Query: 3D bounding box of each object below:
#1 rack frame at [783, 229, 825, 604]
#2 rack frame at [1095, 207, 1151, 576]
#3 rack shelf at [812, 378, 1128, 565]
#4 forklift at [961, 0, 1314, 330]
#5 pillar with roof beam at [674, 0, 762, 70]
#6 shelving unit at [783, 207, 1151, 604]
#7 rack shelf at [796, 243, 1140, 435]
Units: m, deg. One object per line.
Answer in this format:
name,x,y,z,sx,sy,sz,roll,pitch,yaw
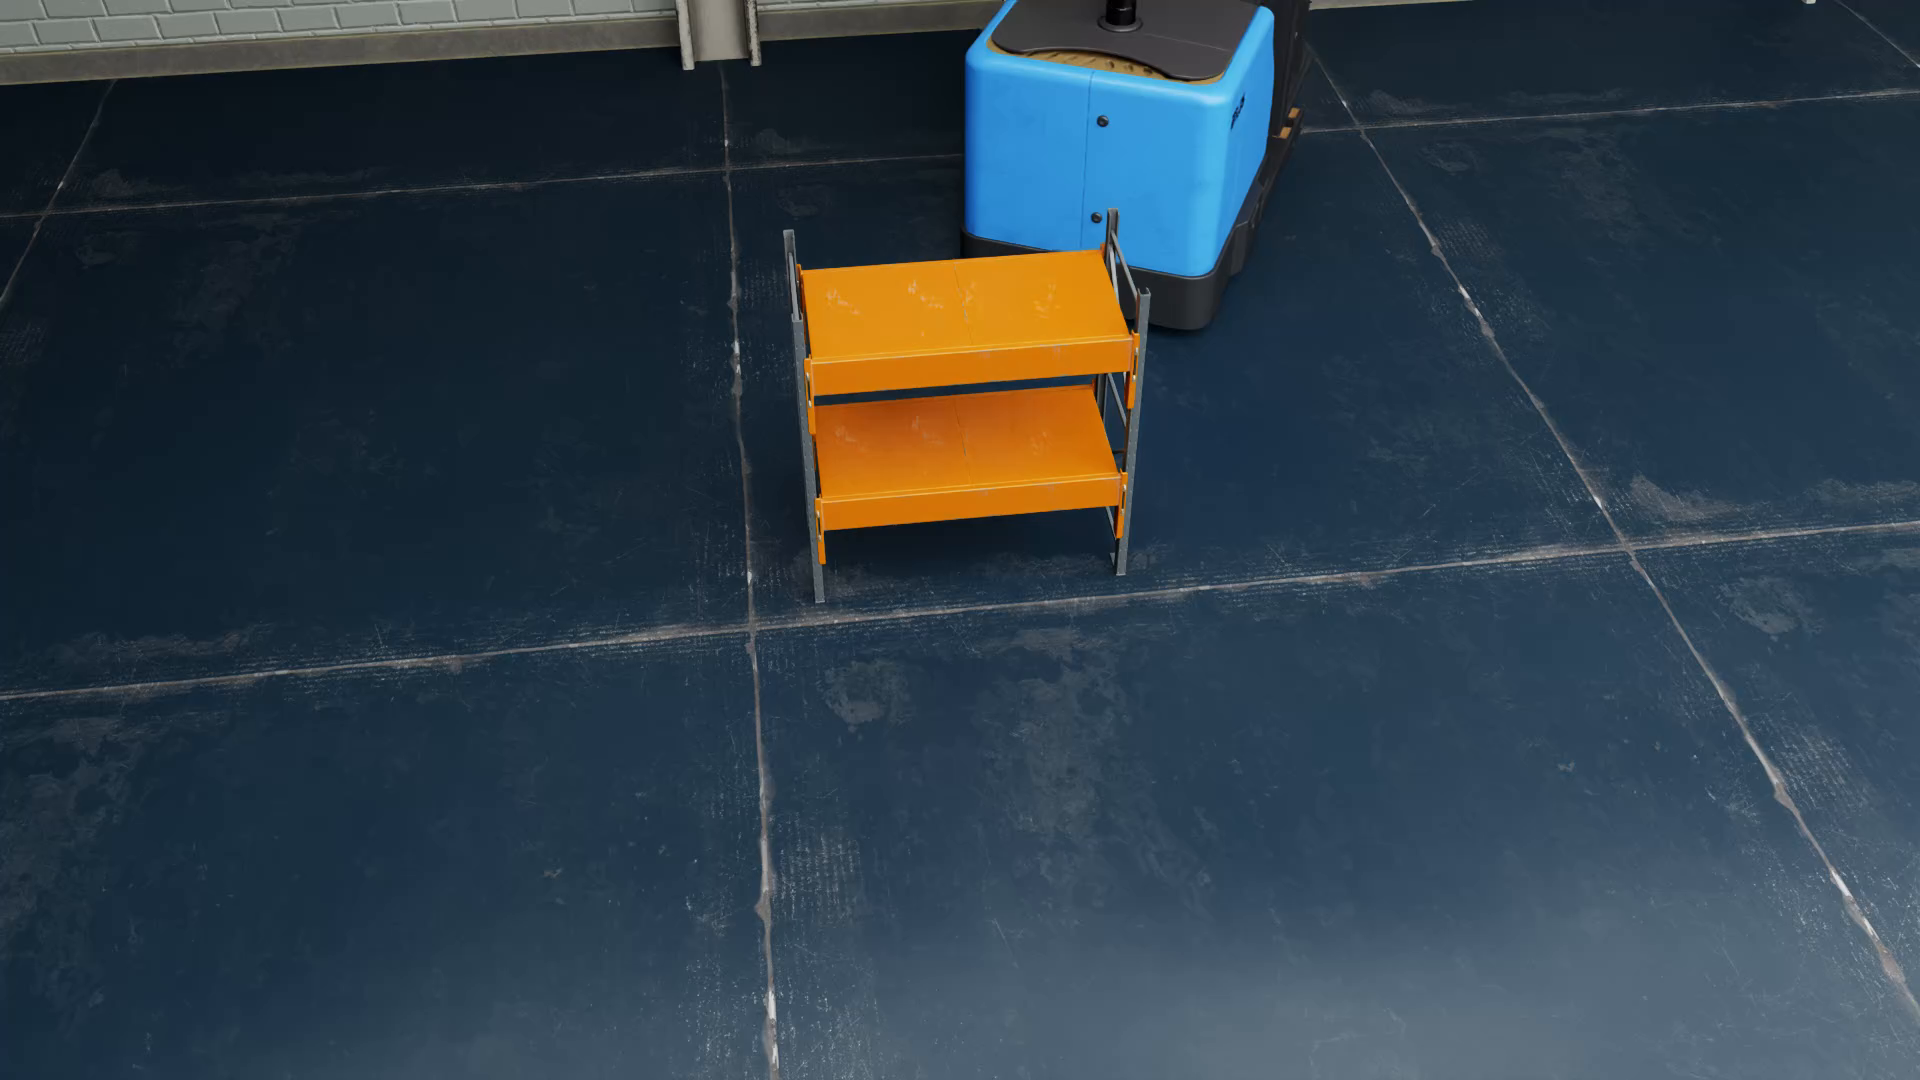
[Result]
rack frame,-0.497,-0.374,5.325,0.032,1.125,0.500,-5,42,-6
rack frame,0.511,-0.462,5.423,0.032,1.125,0.500,-5,42,-6
rack shelf,0.007,-0.237,5.538,1.000,0.278,0.538,-5,42,-6
forklift,0.979,-2.915,6.793,1.130,2.935,3.031,14,44,15
pillar with roof beam,-0.662,-2.970,2.324,0.400,9.000,9.100,-5,42,-6
shelving unit,0.007,-0.418,5.374,1.048,1.125,0.538,-5,42,-6
rack shelf,0.007,-0.636,5.178,1.000,0.278,0.538,-5,42,-6
